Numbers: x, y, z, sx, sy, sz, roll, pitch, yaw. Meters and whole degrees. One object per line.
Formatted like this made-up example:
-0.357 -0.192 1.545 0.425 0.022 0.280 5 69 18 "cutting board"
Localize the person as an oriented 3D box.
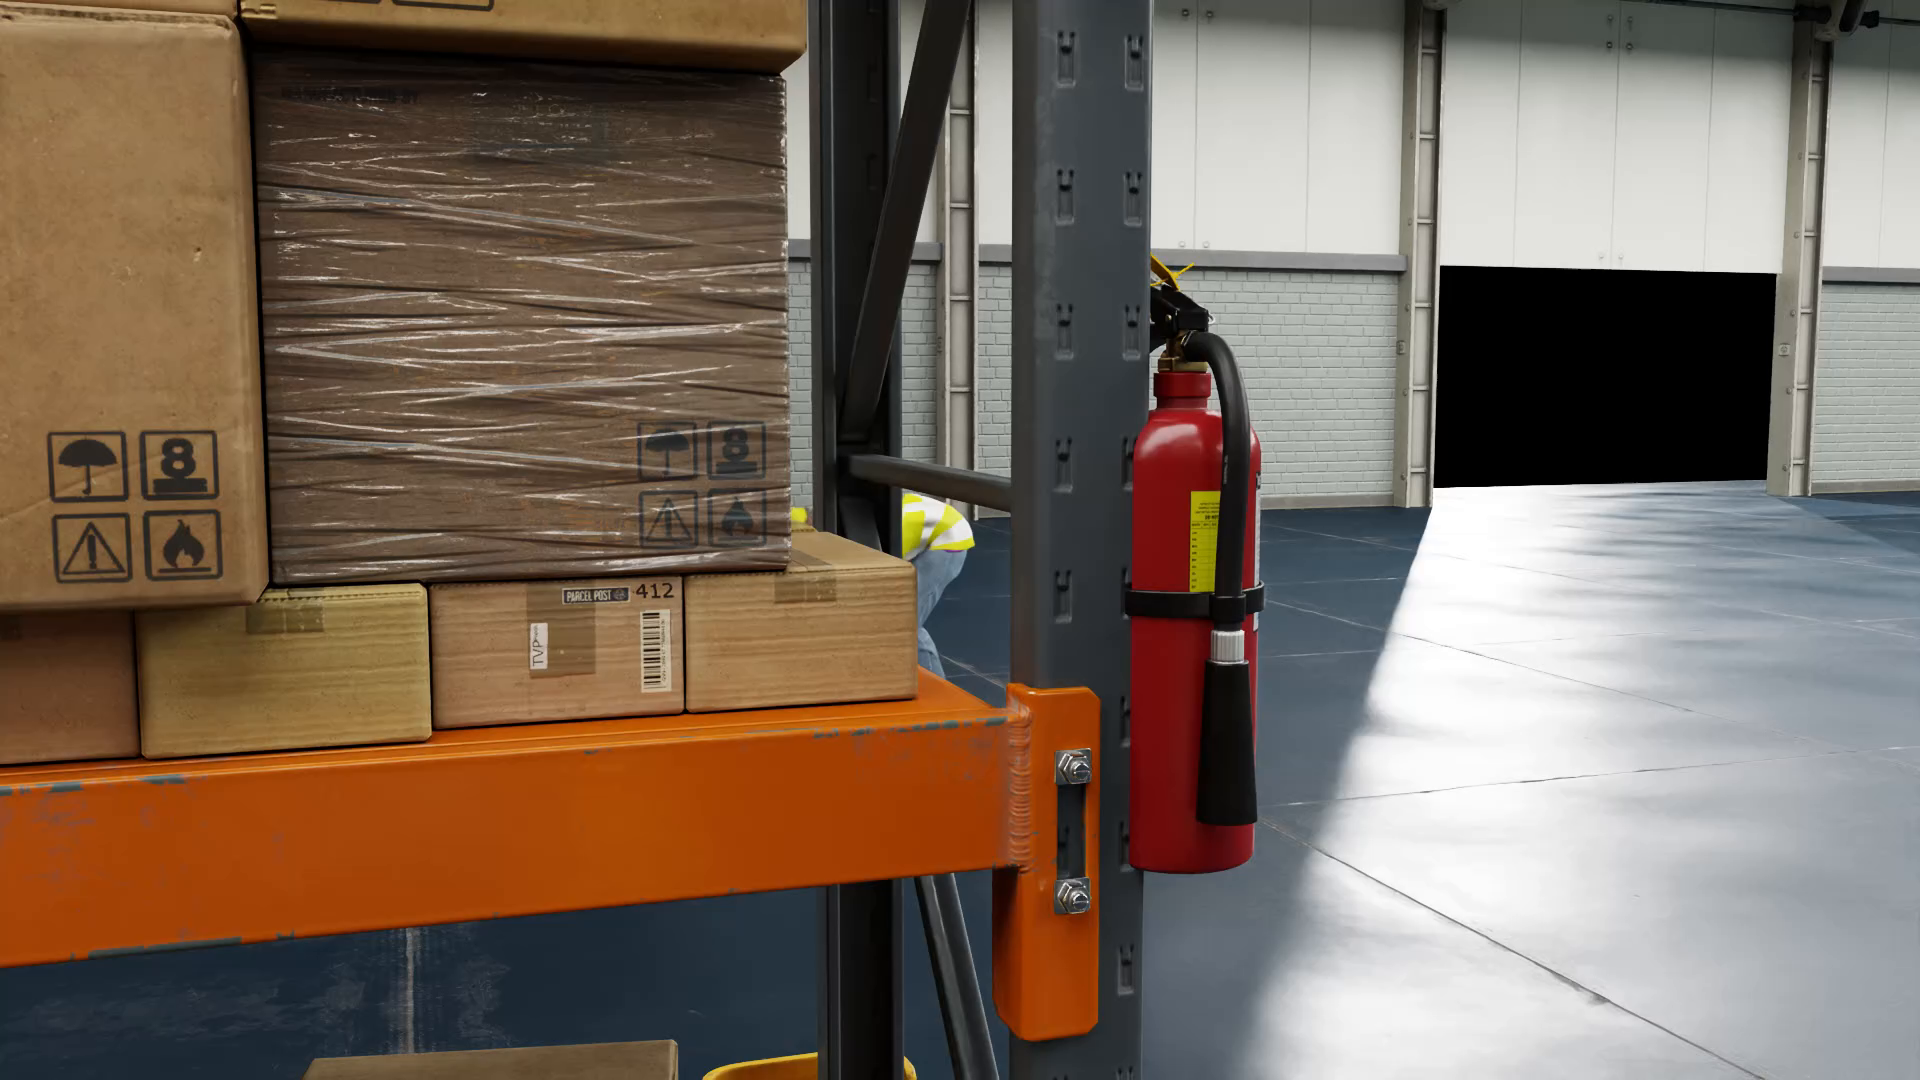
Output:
-0.198 -0.017 7.921 0.462 1.759 0.627 -2 6 -22 "person"
